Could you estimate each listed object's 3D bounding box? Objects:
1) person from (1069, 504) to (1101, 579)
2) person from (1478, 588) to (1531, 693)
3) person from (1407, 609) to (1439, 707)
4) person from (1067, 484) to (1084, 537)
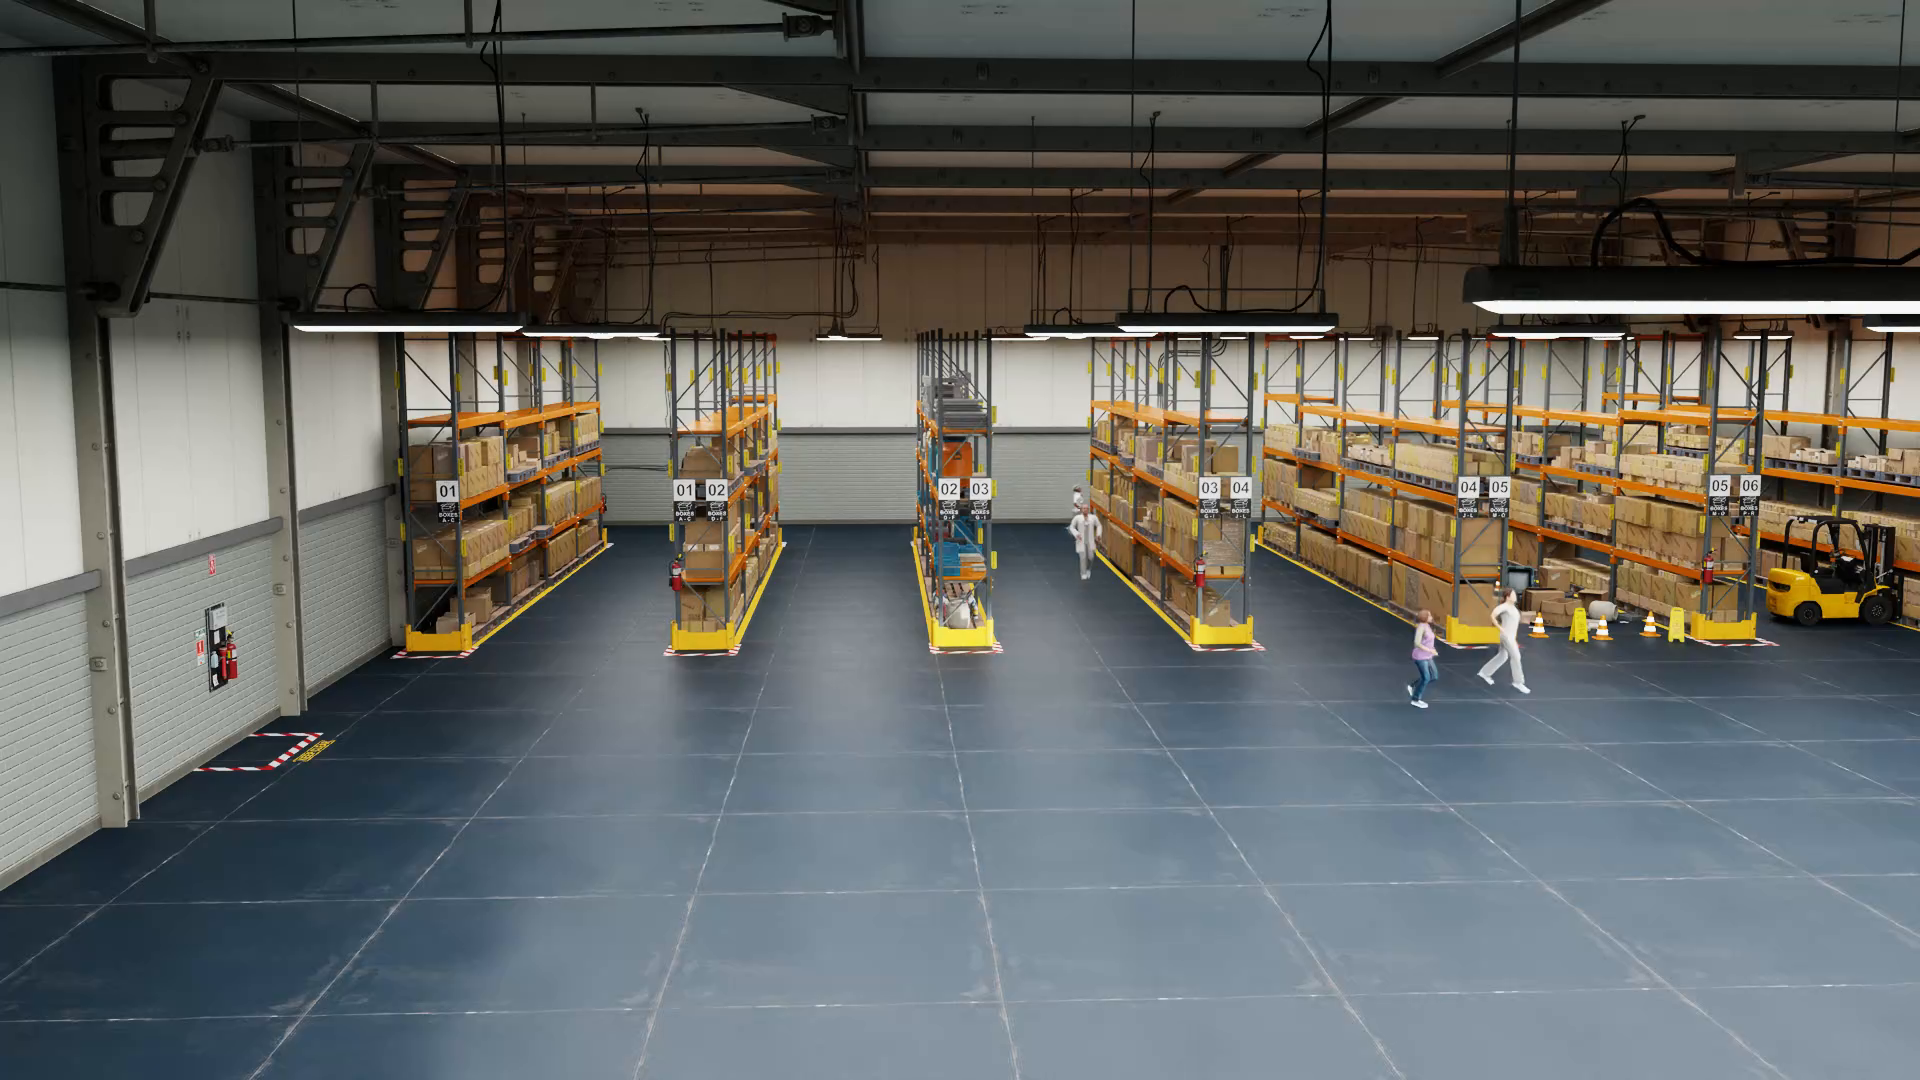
[{"bbox_3d":[2.910,0.046,38.396,0.759,1.753,0.610,-1,7,-5],"label":"person"},{"bbox_3d":[9.064,1.639,27.592,0.888,1.710,0.558,4,8,31],"label":"person"},{"bbox_3d":[7.309,1.866,26.229,0.530,1.567,0.543,4,8,31],"label":"person"},{"bbox_3d":[3.423,-0.834,48.687,0.587,1.650,0.574,0,7,3],"label":"person"}]
